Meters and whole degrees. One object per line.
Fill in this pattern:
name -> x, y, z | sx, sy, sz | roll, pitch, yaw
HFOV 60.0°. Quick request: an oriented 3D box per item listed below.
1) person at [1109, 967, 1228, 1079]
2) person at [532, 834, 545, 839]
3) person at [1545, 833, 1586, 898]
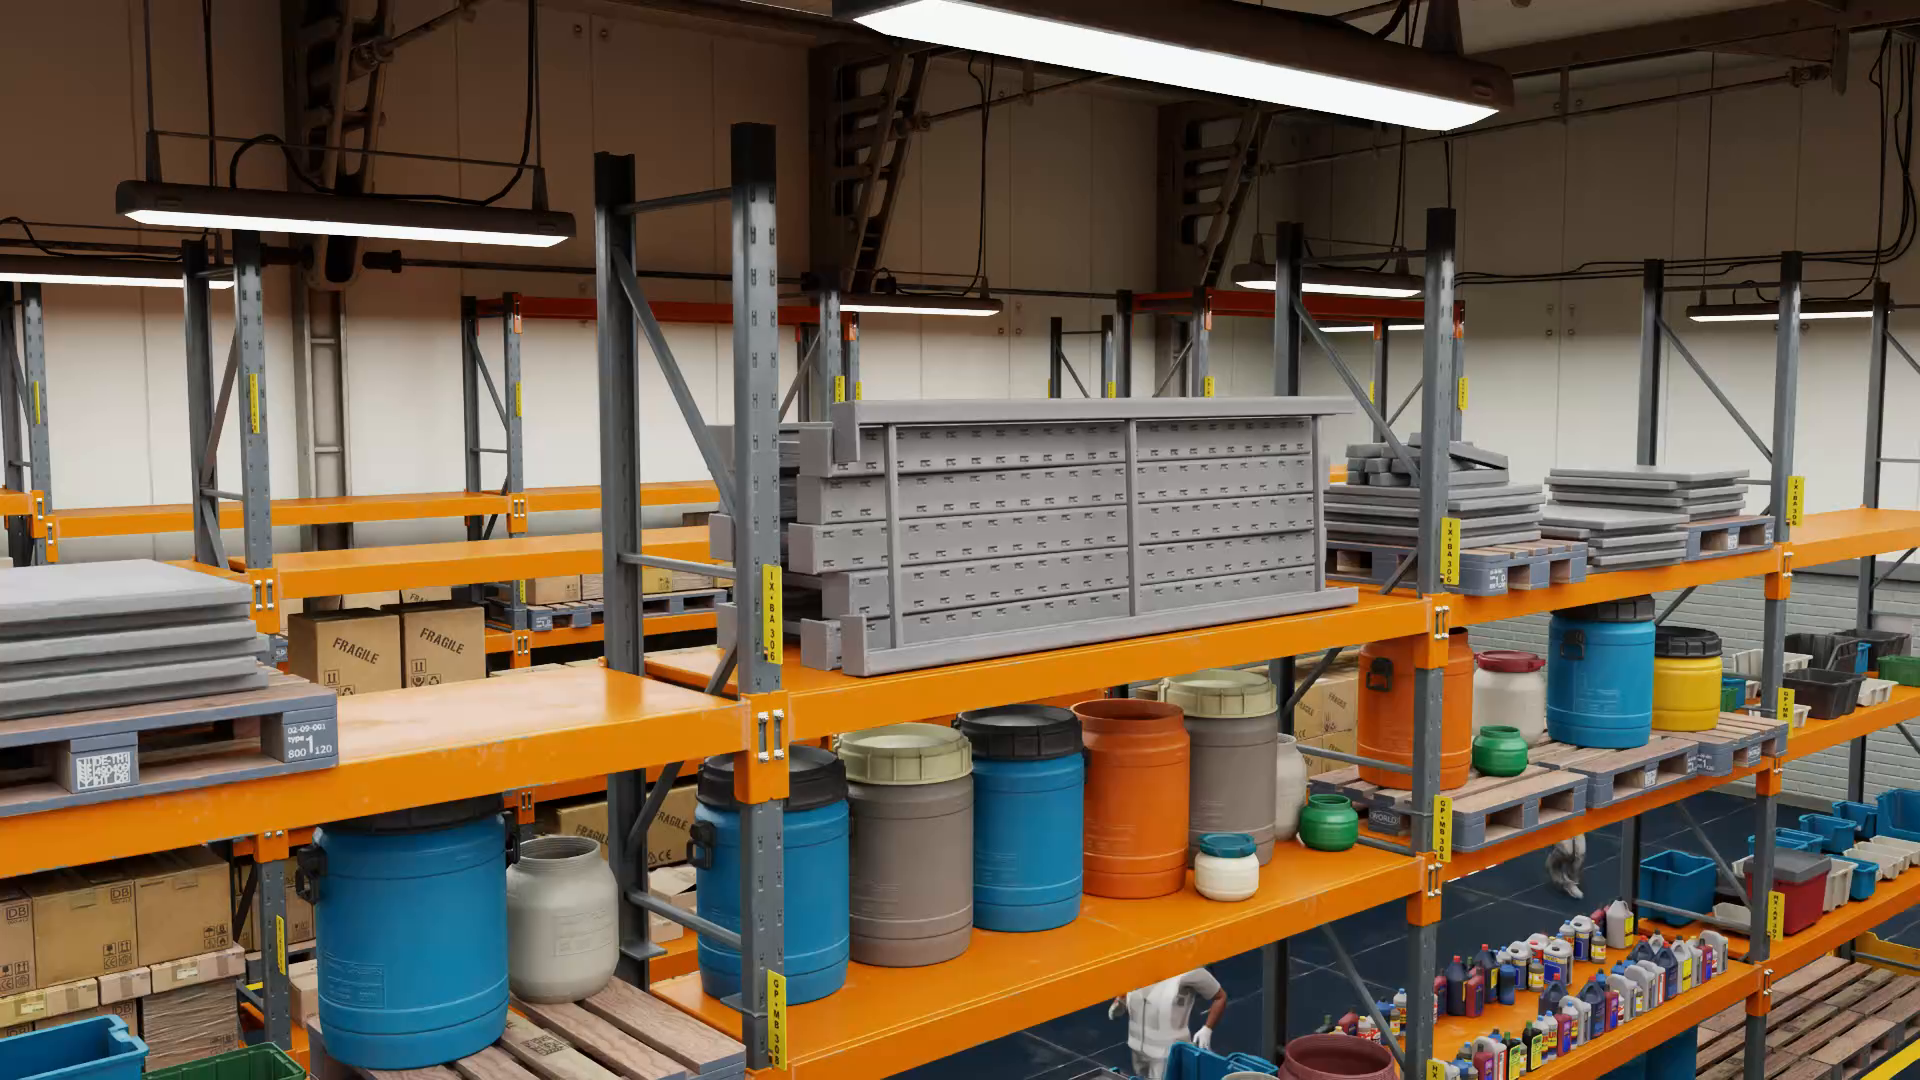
person -> 1.262, 3.241, 10.547 | 0.991, 1.780, 0.682 | -5, 7, -42
person -> -3.207, 3.098, 12.924 | 0.588, 1.671, 0.893 | 5, 7, 42
person -> 6.067, 2.736, 16.784 | 0.714, 1.719, 0.514 | -1, 5, -9
